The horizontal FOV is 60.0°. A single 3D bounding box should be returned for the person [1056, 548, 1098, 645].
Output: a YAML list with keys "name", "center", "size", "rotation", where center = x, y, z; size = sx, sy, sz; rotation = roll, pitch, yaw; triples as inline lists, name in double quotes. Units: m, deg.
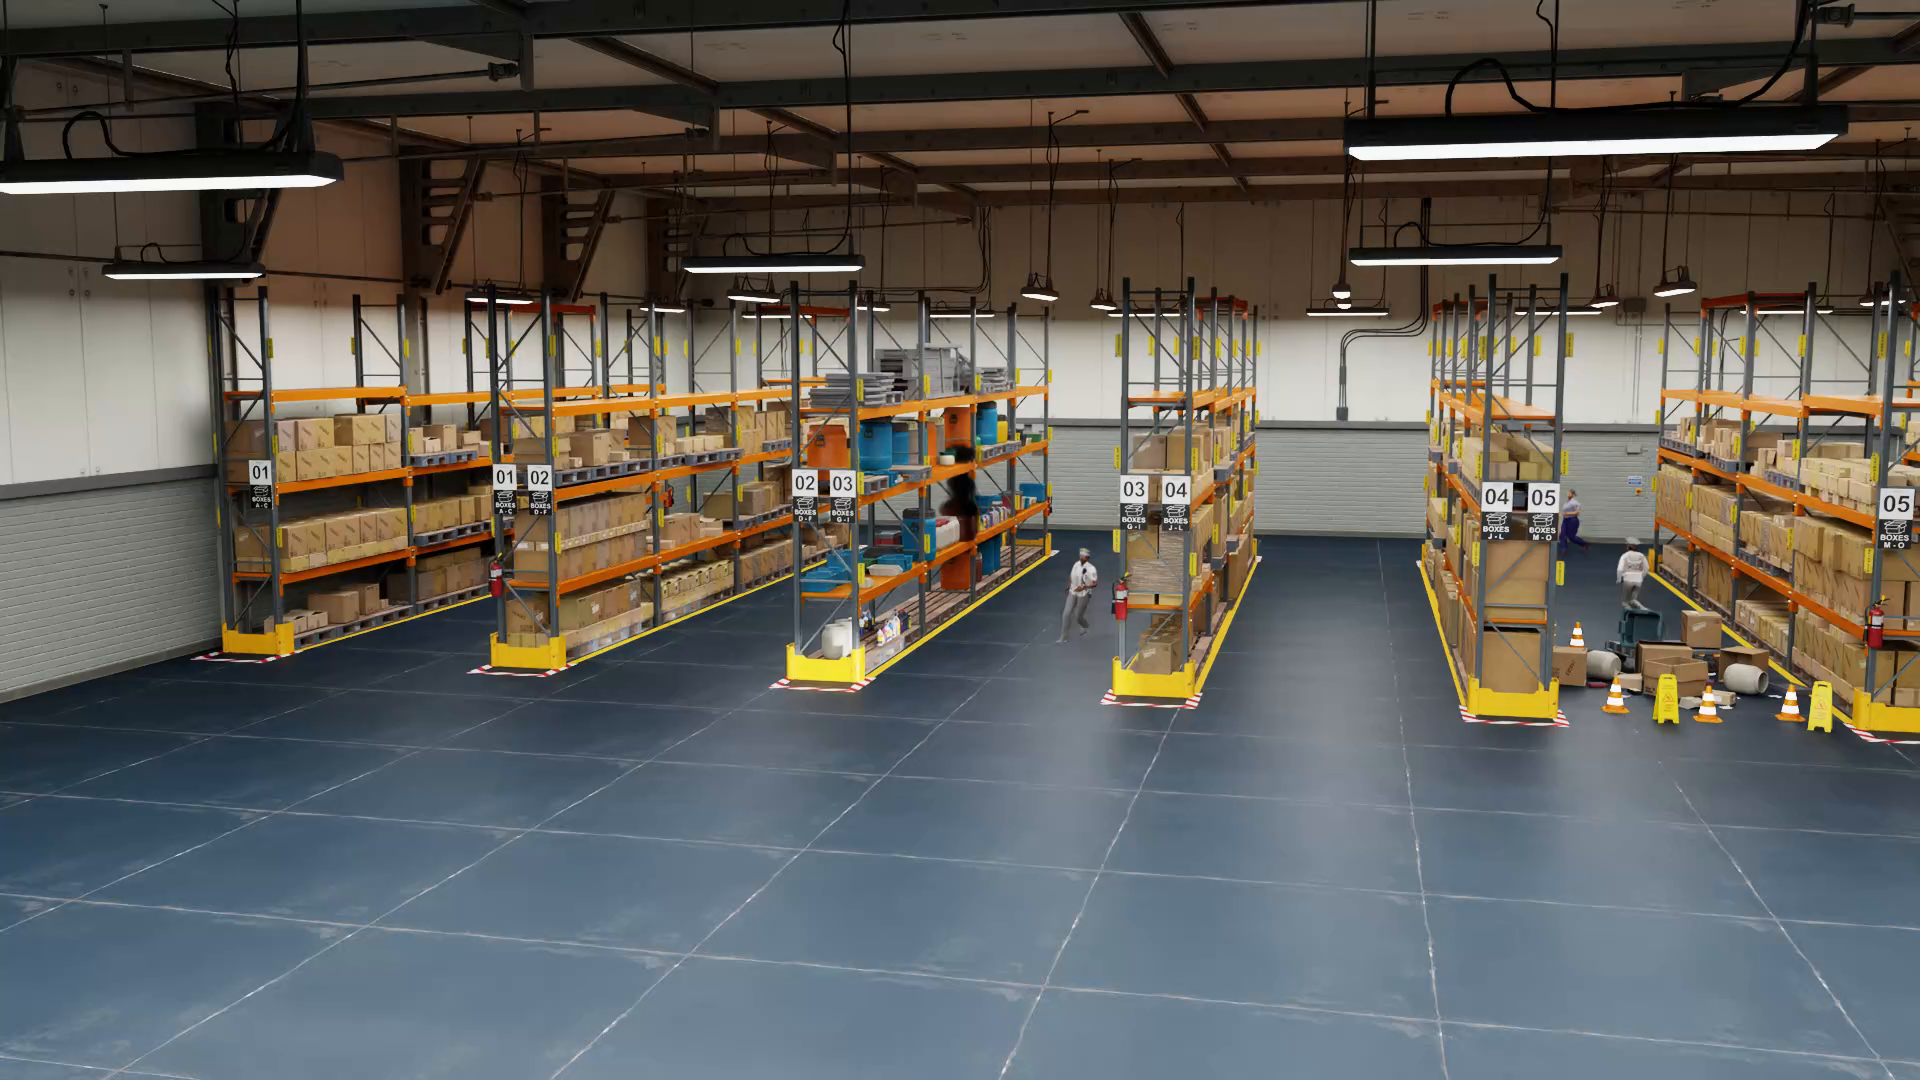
- name: "person"
  center: [2.079, 0.937, 28.305]
  size: [0.621, 1.650, 0.858]
  rotation: [4, 8, 34]

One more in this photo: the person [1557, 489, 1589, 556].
- name: "person"
  center: [14.808, -0.416, 40.198]
  size: [0.790, 1.607, 0.612]
  rotation: [-1, 7, -10]

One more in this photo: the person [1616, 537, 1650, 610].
- name: "person"
  center: [12.079, 0.774, 29.824]
  size: [0.604, 1.636, 0.594]
  rotation: [0, 7, -2]
